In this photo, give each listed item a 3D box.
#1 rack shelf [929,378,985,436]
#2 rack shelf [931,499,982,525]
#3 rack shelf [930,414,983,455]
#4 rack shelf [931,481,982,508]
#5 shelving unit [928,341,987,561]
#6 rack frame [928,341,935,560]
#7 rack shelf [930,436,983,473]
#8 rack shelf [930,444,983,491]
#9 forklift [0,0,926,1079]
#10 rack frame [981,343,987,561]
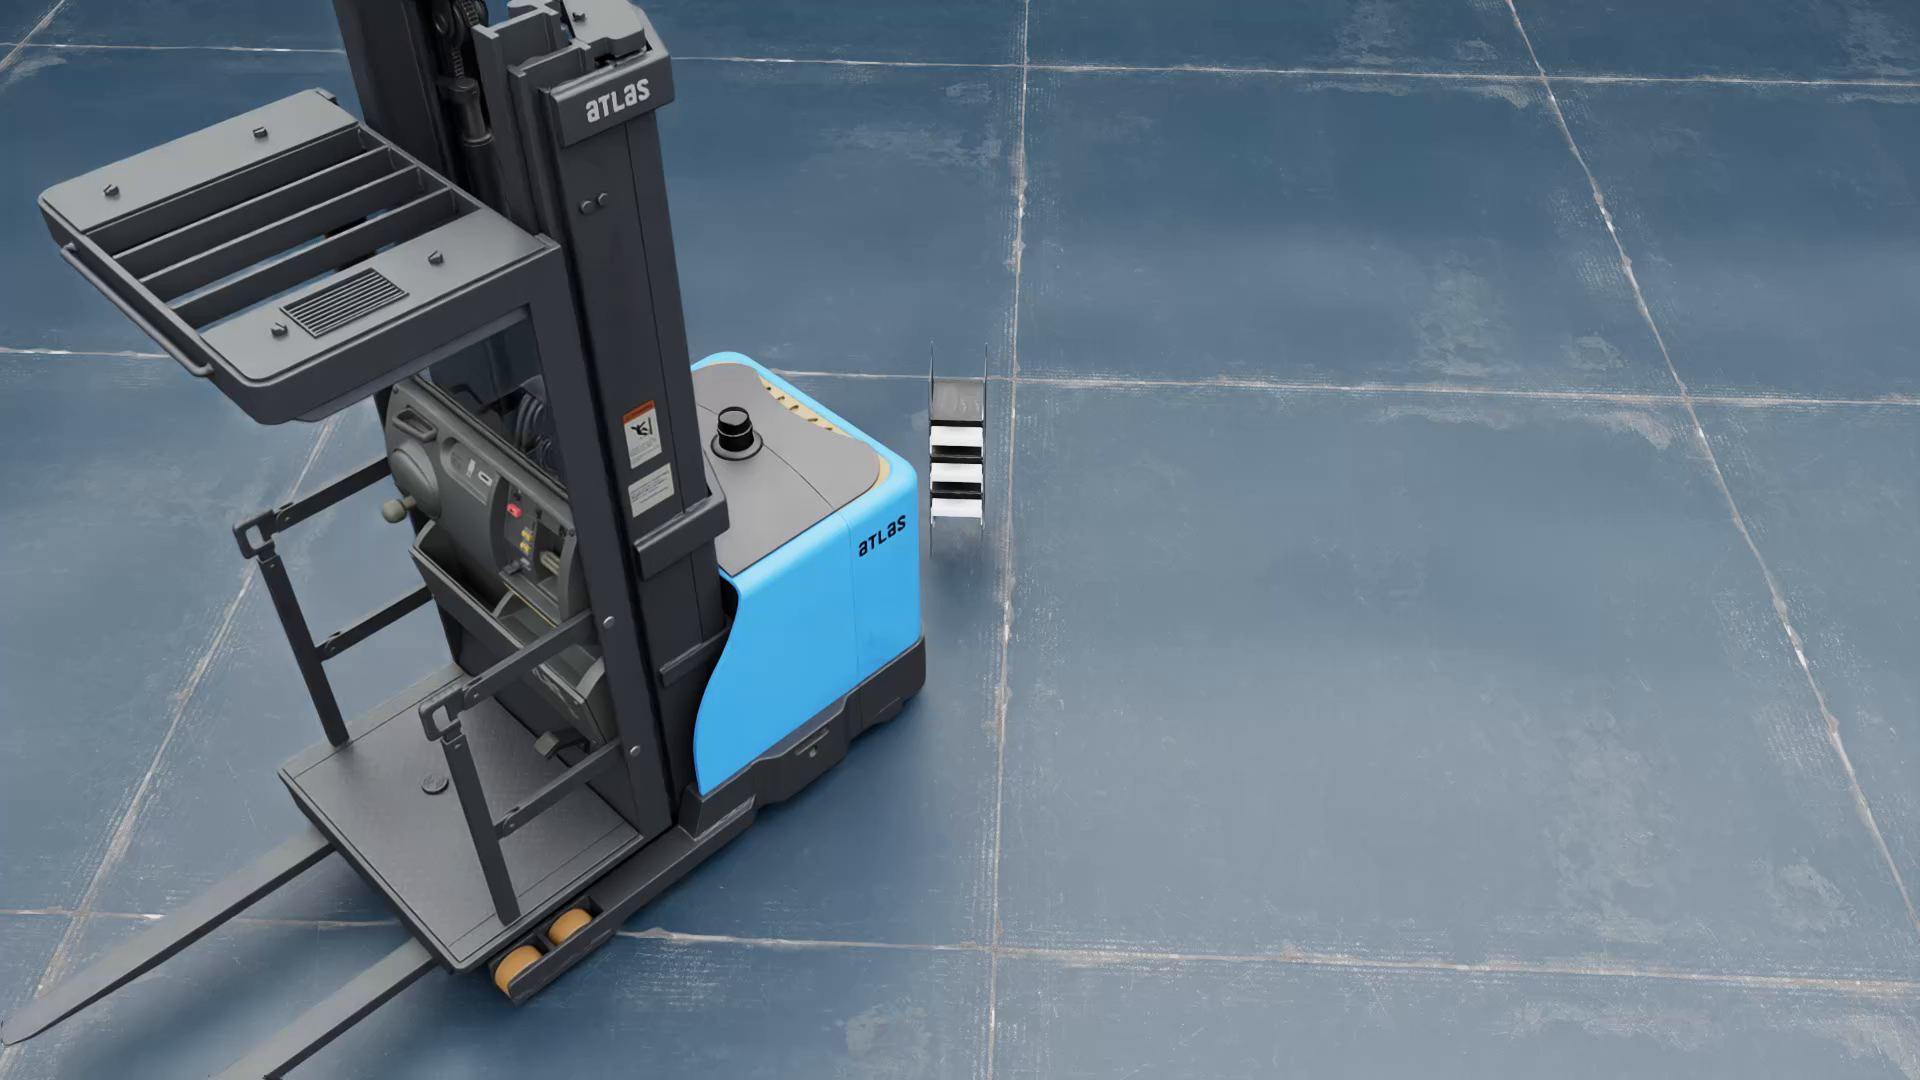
[{"bbox_3d":[-0.008,-0.503,6.282,0.200,0.077,0.258,2,43,2],"label":"rack shelf"},{"bbox_3d":[-0.008,-0.173,6.589,0.200,0.077,0.258,2,43,2],"label":"rack shelf"},{"bbox_3d":[-0.008,-0.437,6.344,0.200,0.077,0.258,2,43,2],"label":"rack shelf"},{"bbox_3d":[-0.008,-0.239,6.528,0.200,0.077,0.258,2,43,2],"label":"rack shelf"},{"bbox_3d":[-0.008,-0.330,6.444,0.210,0.900,0.258,2,43,2],"label":"shelving unit"},{"bbox_3d":[-0.110,-0.333,6.447,0.006,0.900,0.240,2,43,2],"label":"rack frame"},{"bbox_3d":[-0.008,-0.371,6.405,0.200,0.077,0.258,2,43,2],"label":"rack shelf"},{"bbox_3d":[-0.008,-0.305,6.466,0.200,0.077,0.258,2,43,2],"label":"rack shelf"},{"bbox_3d":[-1.519,-0.038,4.640,1.130,2.935,3.031,34,53,31],"label":"forklift"},{"bbox_3d":[0.093,-0.326,6.440,0.006,0.900,0.240,2,43,2],"label":"rack frame"}]
